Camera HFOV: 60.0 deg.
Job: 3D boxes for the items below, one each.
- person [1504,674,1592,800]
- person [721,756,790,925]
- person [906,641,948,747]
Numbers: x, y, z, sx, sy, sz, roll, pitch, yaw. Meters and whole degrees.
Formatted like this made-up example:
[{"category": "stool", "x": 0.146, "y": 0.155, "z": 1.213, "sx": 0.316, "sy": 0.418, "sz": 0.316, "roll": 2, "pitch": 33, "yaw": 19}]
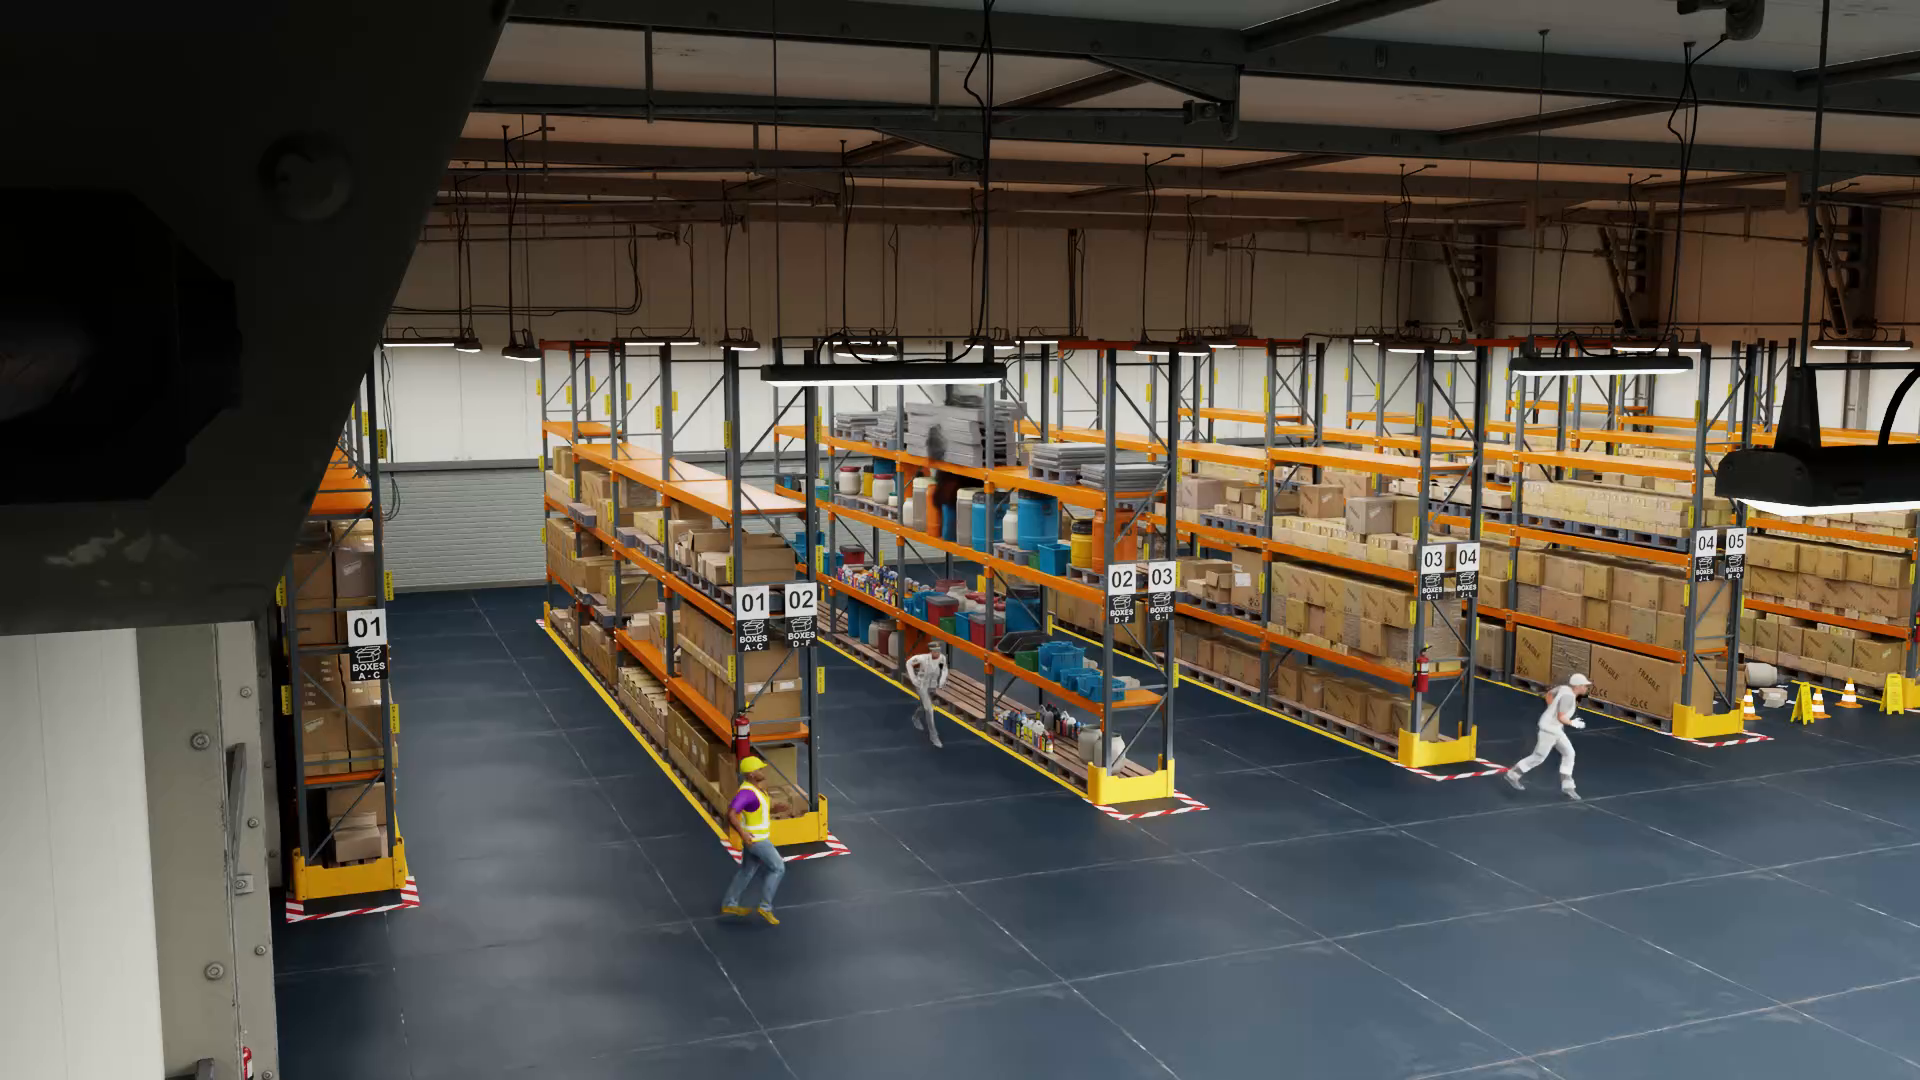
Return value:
[{"category": "person", "x": 7.872, "y": 2.621, "z": 22.295, "sx": 1.054, "sy": 1.733, "sz": 0.702, "roll": 2, "pitch": 8, "yaw": 16}, {"category": "person", "x": -2.160, "y": 3.183, "z": 17.600, "sx": 0.751, "sy": 1.822, "sz": 0.670, "roll": -1, "pitch": 8, "yaw": -11}, {"category": "person", "x": -0.531, "y": 2.285, "z": 25.295, "sx": 0.656, "sy": 1.628, "sz": 0.952, "roll": -3, "pitch": 8, "yaw": -23}]
